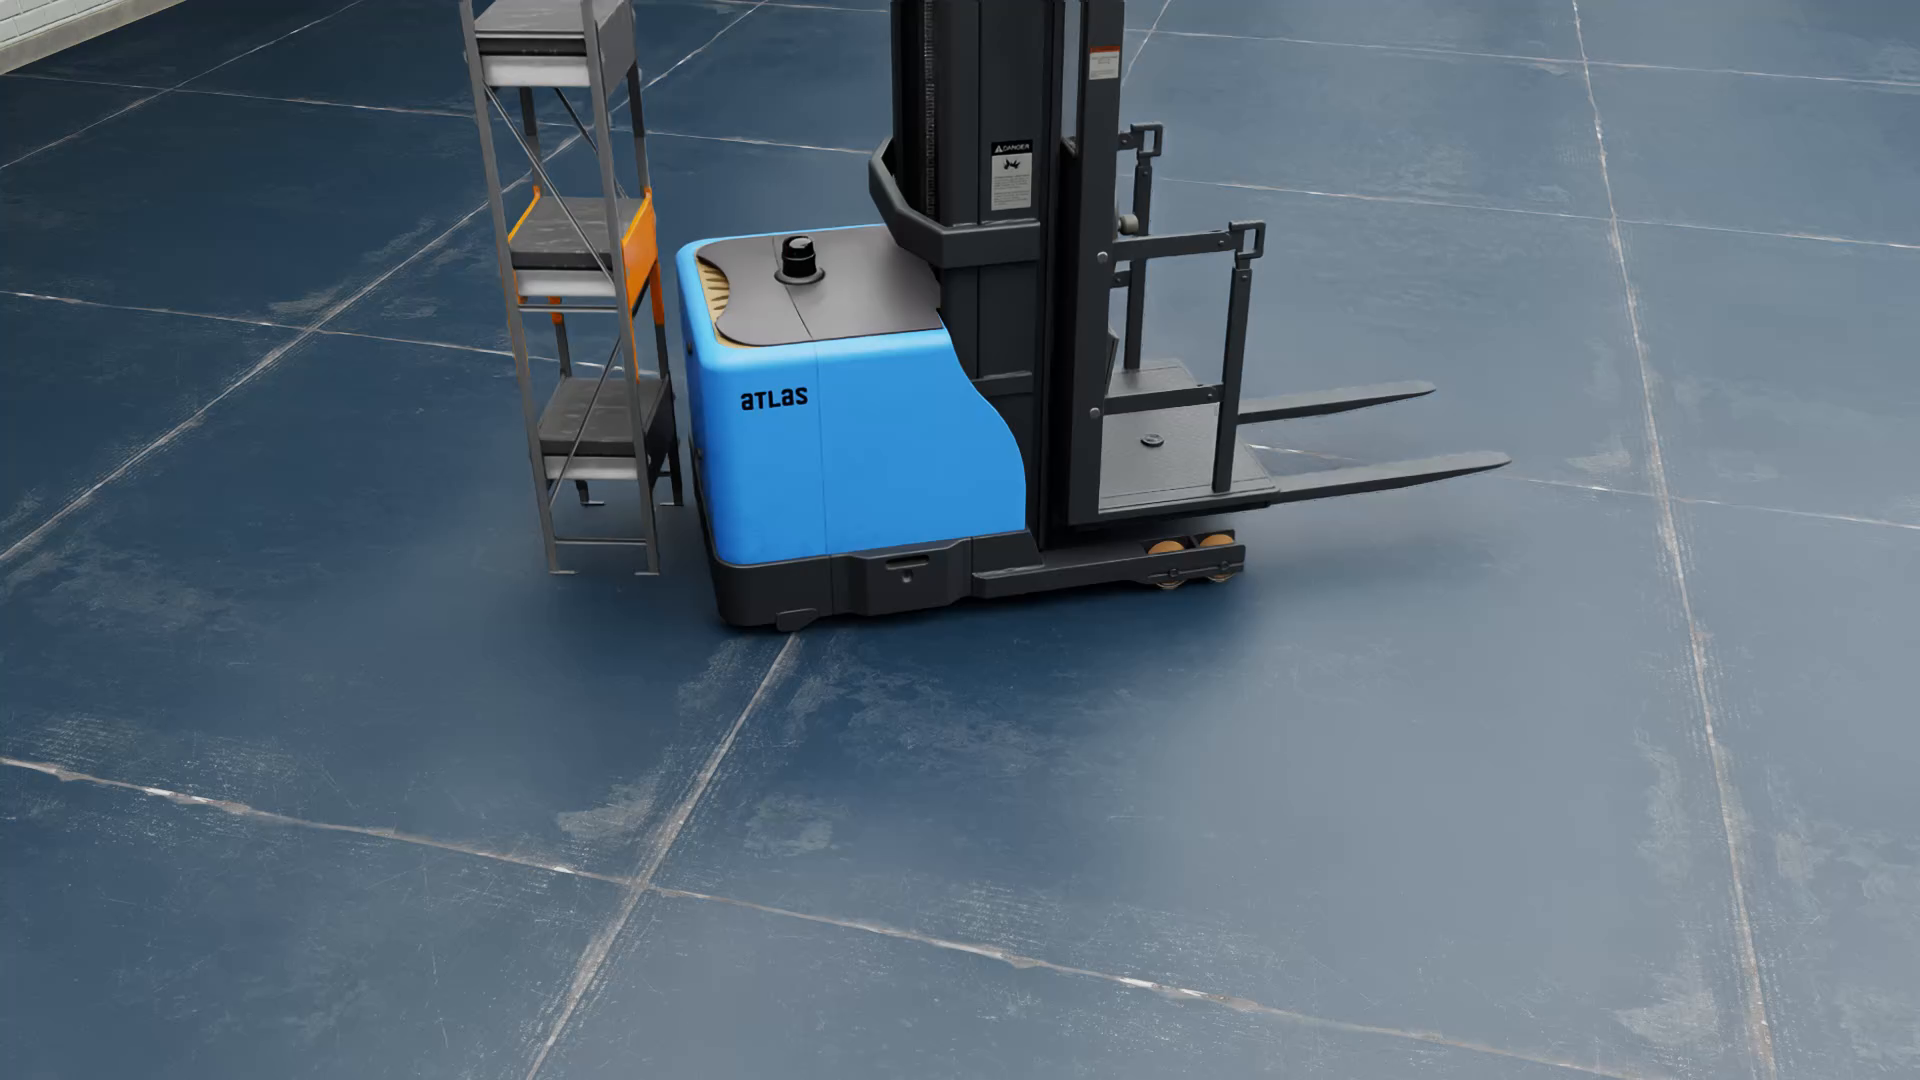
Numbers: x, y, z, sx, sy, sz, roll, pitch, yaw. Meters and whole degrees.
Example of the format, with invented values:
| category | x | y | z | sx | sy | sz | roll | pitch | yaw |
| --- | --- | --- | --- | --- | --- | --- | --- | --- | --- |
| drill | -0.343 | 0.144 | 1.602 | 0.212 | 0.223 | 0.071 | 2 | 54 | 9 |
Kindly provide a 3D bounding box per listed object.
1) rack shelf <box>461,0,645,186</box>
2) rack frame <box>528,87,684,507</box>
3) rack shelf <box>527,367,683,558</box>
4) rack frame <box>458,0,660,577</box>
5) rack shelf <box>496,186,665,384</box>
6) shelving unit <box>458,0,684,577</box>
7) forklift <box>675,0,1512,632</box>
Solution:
| category | x | y | z | sx | sy | sz | roll | pitch | yaw |
| --- | --- | --- | --- | --- | --- | --- | --- | --- | --- |
| rack shelf | -1.284 | -1.468 | 5.322 | 0.431 | 0.518 | 0.480 | 1 | 32 | 2 |
| rack frame | -1.274 | -1.020 | 5.896 | 0.400 | 2.100 | 0.015 | 1 | 32 | 2 |
| rack shelf | -1.282 | -0.287 | 6.074 | 0.431 | 0.518 | 0.480 | 1 | 32 | 2 |
| rack frame | -1.292 | -0.758 | 5.485 | 0.400 | 2.100 | 0.015 | 1 | 32 | 2 |
| rack shelf | -1.283 | -0.878 | 5.698 | 0.431 | 0.518 | 0.480 | 1 | 32 | 2 |
| shelving unit | -1.283 | -0.889 | 5.691 | 0.431 | 2.100 | 0.503 | 1 | 32 | 2 |
| forklift | 0.546 | -1.334 | 5.616 | 3.031 | 2.935 | 1.130 | -7 | 33 | -11 |
